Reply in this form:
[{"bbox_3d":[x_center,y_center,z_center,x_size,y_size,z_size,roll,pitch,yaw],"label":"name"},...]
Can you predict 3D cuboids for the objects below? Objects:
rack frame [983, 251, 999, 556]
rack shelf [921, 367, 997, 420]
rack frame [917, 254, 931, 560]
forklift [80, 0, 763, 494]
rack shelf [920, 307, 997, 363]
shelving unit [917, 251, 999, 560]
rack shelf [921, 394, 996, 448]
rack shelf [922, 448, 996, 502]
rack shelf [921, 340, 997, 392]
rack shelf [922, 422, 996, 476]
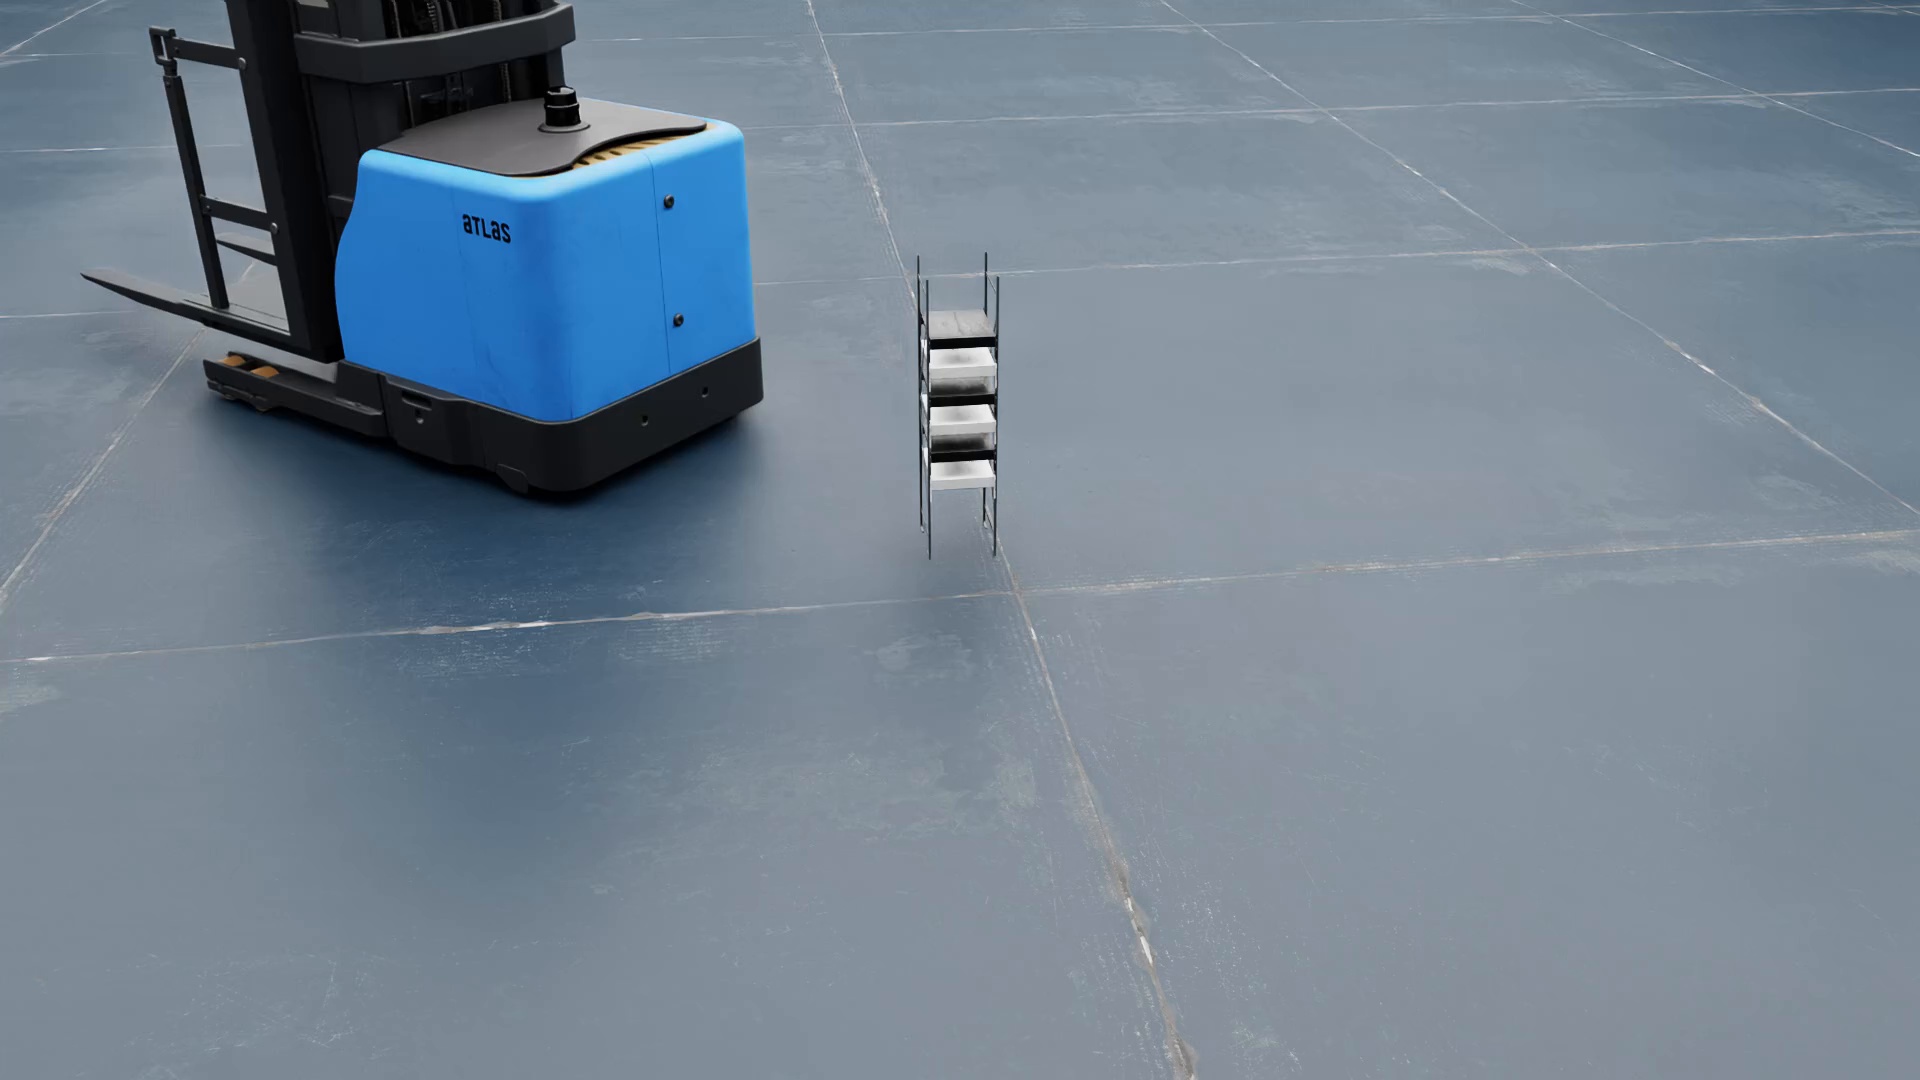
[{"bbox_3d":[0.093,-0.406,5.056,0.006,0.900,0.240,-4,27,-7],"label":"rack frame"},{"bbox_3d":[-0.008,-0.450,5.018,0.200,0.077,0.258,-4,27,-7],"label":"rack shelf"},{"bbox_3d":[-0.109,-0.393,5.031,0.006,0.900,0.240,-4,27,-7],"label":"rack frame"},{"bbox_3d":[-2.230,-1.962,5.864,3.031,2.935,1.130,17,32,30],"label":"forklift"},{"bbox_3d":[-0.008,-0.610,4.936,0.200,0.077,0.258,-4,27,-7],"label":"rack shelf"},{"bbox_3d":[-0.008,-0.400,5.044,0.210,0.900,0.258,-4,27,-7],"label":"shelving unit"},{"bbox_3d":[-0.008,-0.370,5.059,0.200,0.077,0.258,-4,27,-7],"label":"rack shelf"},{"bbox_3d":[-0.008,-0.210,5.141,0.200,0.077,0.258,-4,27,-7],"label":"rack shelf"},{"bbox_3d":[-0.008,-0.530,4.977,0.200,0.077,0.258,-4,27,-7],"label":"rack shelf"},{"bbox_3d":[-0.008,-0.290,5.100,0.200,0.077,0.258,-4,27,-7],"label":"rack shelf"}]
